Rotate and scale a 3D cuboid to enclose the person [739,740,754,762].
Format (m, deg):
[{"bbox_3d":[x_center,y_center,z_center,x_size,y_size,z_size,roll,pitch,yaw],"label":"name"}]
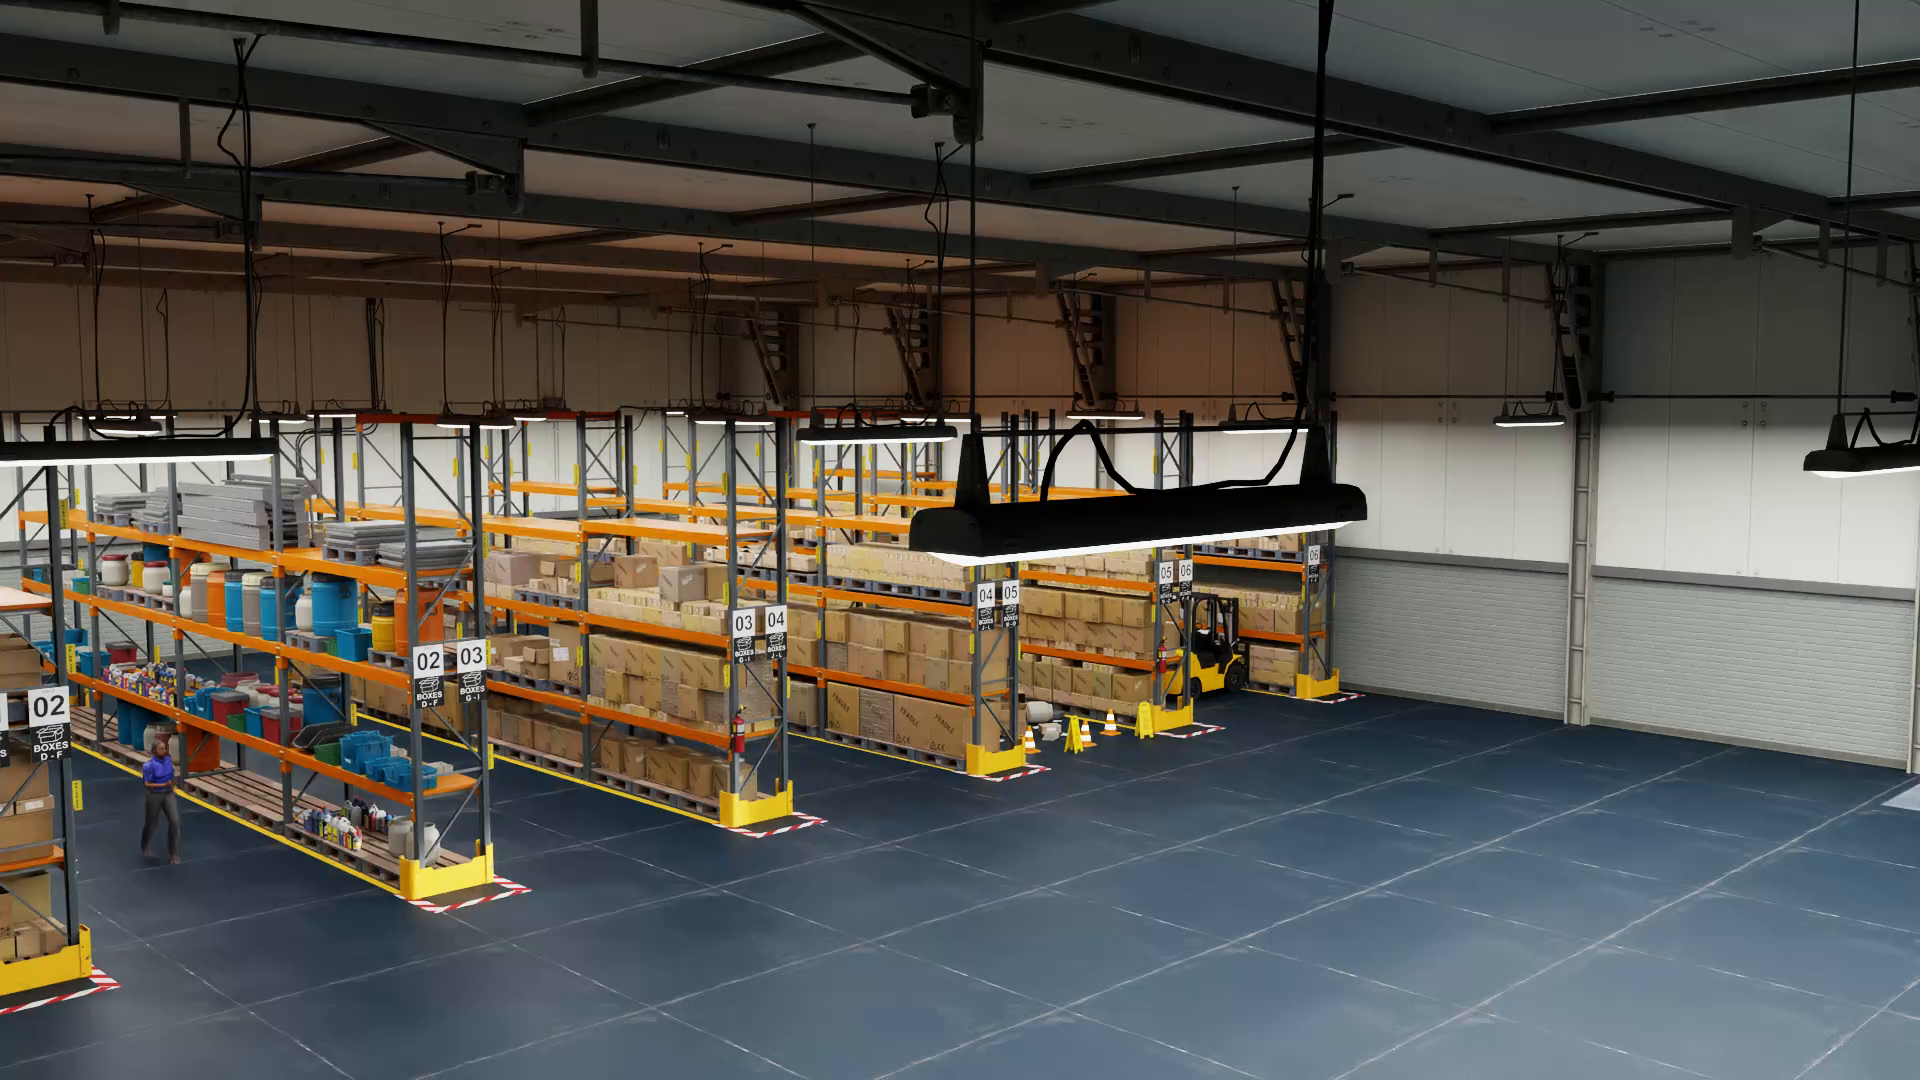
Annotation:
[{"bbox_3d":[-3.677,3.140,28.660,0.756,1.425,0.565,1,5,8],"label":"person"}]

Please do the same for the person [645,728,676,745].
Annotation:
[{"bbox_3d":[-5.550,2.809,30.409,1.053,1.780,0.687,4,6,40],"label":"person"}]

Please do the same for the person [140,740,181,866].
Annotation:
[{"bbox_3d":[-10.843,3.550,22.525,0.847,1.715,0.518,4,6,37],"label":"person"}]
